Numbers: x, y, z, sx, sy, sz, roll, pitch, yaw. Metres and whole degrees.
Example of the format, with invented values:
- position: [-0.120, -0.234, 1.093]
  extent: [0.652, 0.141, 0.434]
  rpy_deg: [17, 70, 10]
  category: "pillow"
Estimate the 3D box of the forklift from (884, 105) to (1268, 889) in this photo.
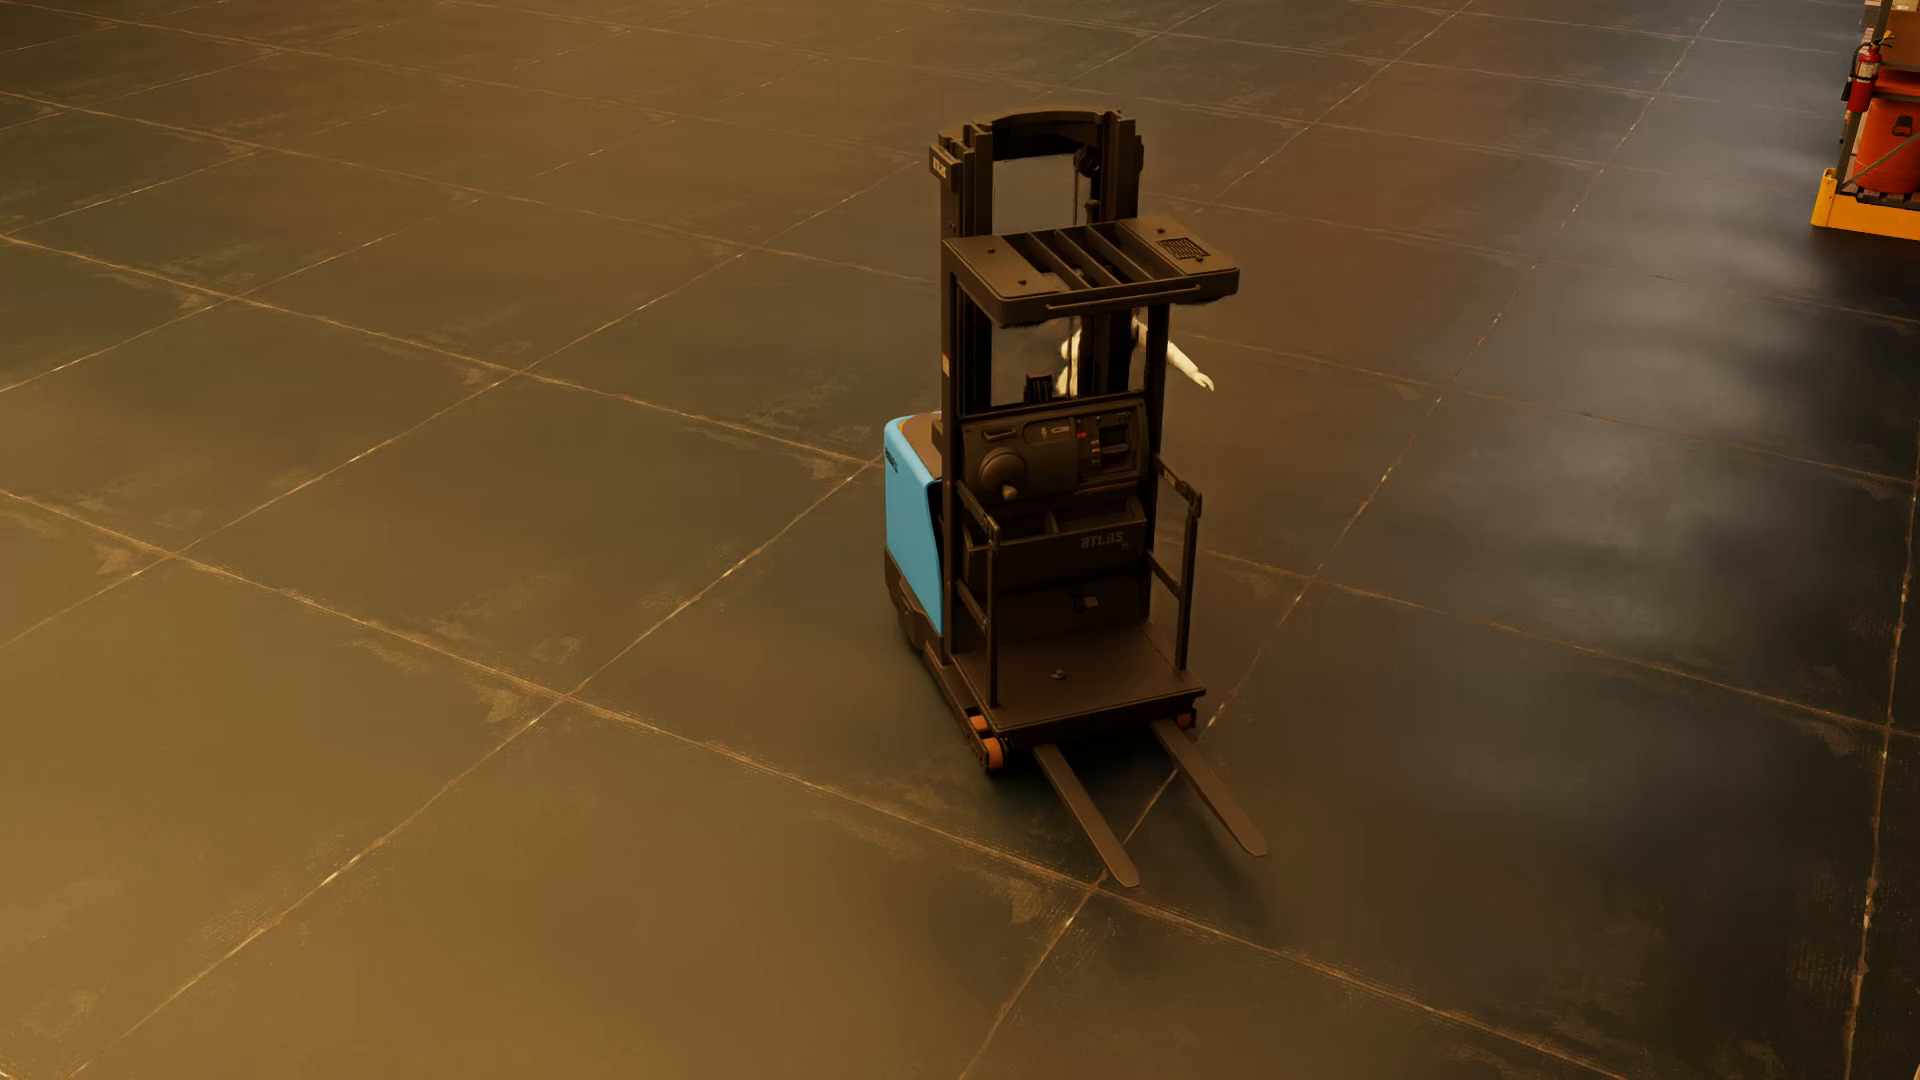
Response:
- position: [0.531, -0.377, 7.724]
  extent: [1.130, 2.935, 3.031]
  rpy_deg: [-10, 31, -16]
  category: "forklift"

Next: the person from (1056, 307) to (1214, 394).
- position: [1.026, -0.873, 10.132]
  extent: [0.945, 1.401, 0.708]
  rpy_deg: [13, 32, 21]
  category: "person"
